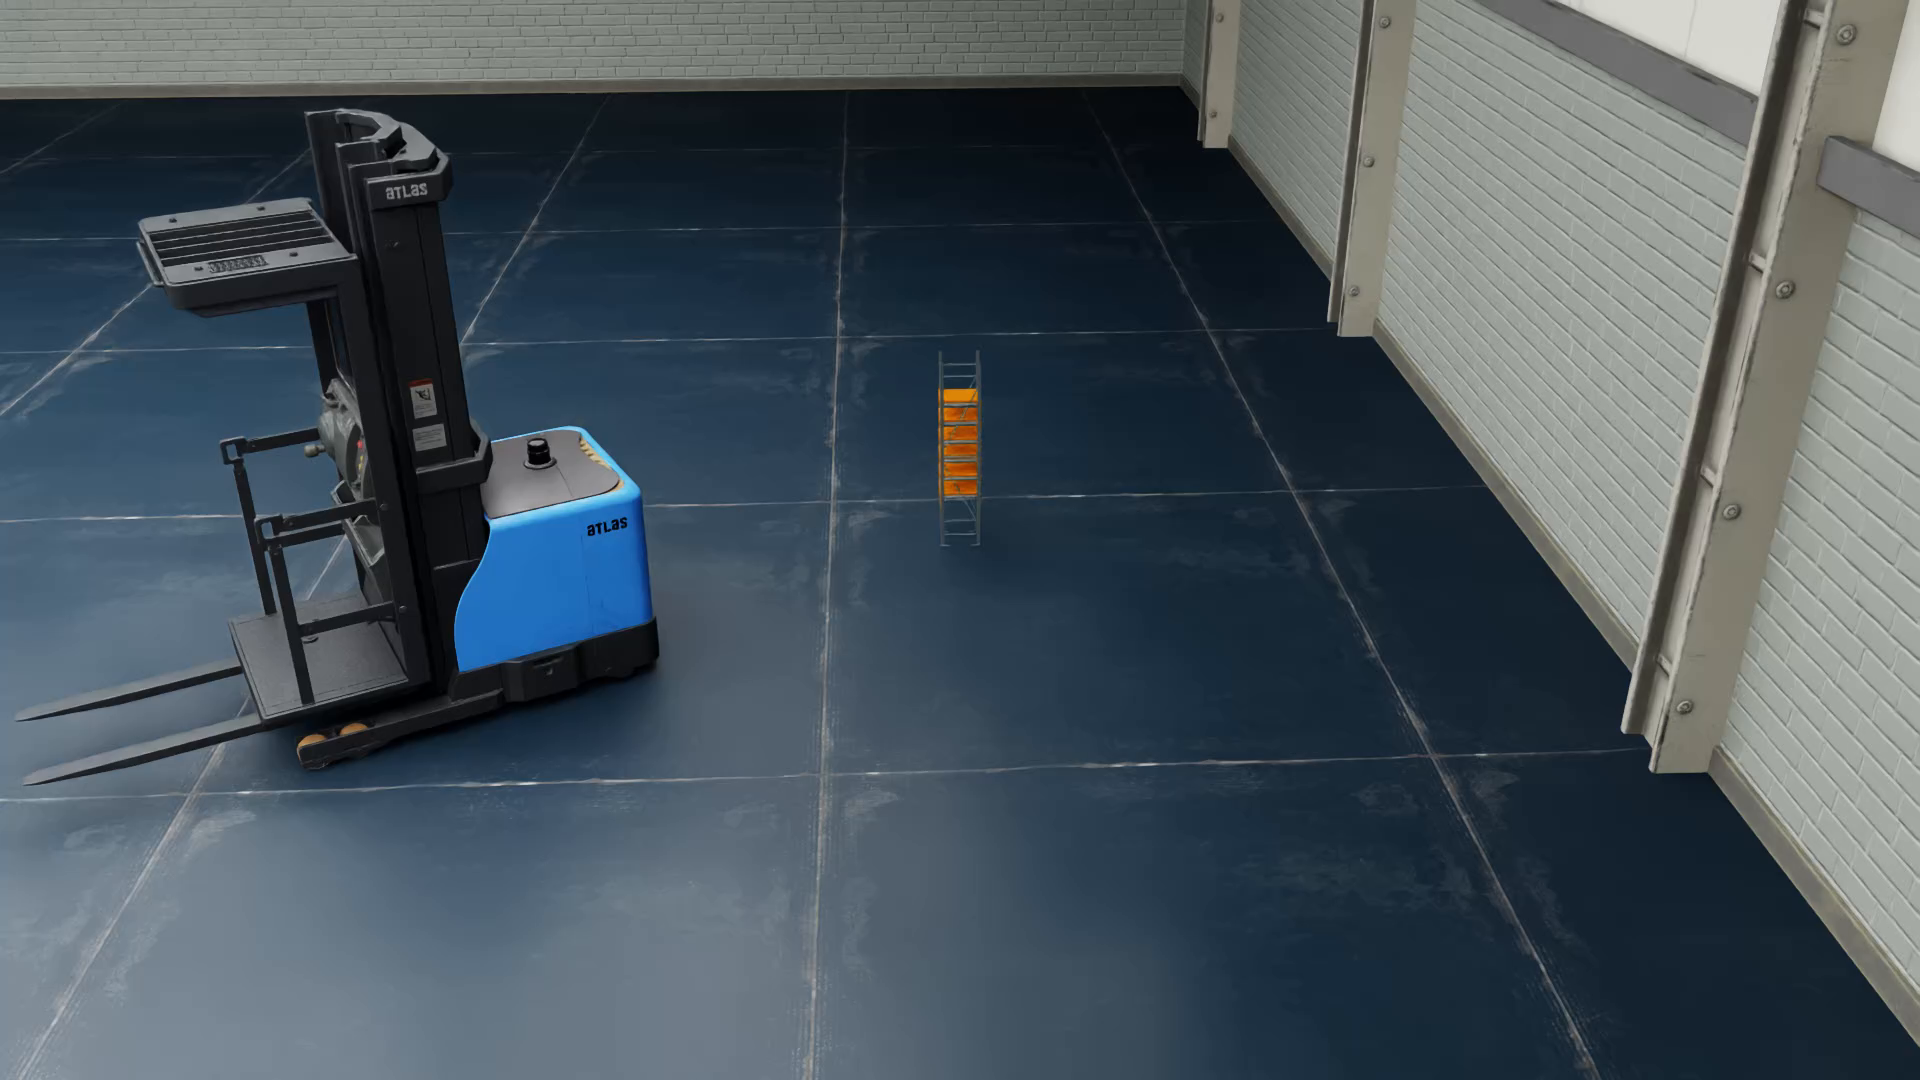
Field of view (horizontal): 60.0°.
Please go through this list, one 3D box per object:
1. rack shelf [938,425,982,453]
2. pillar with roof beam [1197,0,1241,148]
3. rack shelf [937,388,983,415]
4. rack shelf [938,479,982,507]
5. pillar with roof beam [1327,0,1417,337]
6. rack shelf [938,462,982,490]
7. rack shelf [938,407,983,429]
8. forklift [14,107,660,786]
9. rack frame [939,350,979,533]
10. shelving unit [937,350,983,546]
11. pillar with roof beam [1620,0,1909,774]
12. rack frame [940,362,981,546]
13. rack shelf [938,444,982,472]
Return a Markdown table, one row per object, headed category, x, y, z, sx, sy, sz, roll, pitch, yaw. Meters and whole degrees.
| category | x | y | z | sx | sy | sz | roll | pitch | yaw |
| --- | --- | --- | --- | --- | --- | --- | --- | --- | --- |
| rack shelf | -0.001 | -0.606 | 9.950 | 0.258 | 0.103 | 0.180 | -1 | 28 | -3 |
| pillar with roof beam | -1.418 | -8.389 | 16.604 | 9.100 | 9.000 | 0.400 | -1 | 28 | -3 |
| rack shelf | -0.001 | -0.818 | 9.839 | 0.258 | 0.103 | 0.180 | -1 | 28 | -3 |
| rack shelf | -0.001 | -0.286 | 10.117 | 0.258 | 0.103 | 0.180 | -1 | 28 | -3 |
| pillar with roof beam | -1.104 | -5.619 | 11.292 | 9.100 | 9.000 | 0.400 | -1 | 28 | -3 |
| rack shelf | -0.001 | -0.393 | 10.061 | 0.258 | 0.103 | 0.180 | -1 | 28 | -3 |
| rack shelf | -0.001 | -0.712 | 9.895 | 0.258 | 0.103 | 0.180 | -1 | 28 | -3 |
| forklift | -3.146 | -0.462 | 7.966 | 3.031 | 2.935 | 1.130 | -15 | 31 | -26 |
| rack frame | -0.006 | -0.581 | 10.066 | 0.240 | 1.200 | 0.006 | -1 | 28 | -3 |
| shelving unit | -0.001 | -0.539 | 9.985 | 0.258 | 1.200 | 0.189 | -1 | 28 | -3 |
| pillar with roof beam | -0.791 | -2.848 | 5.979 | 9.100 | 9.000 | 0.400 | -1 | 28 | -3 |
| rack frame | 0.004 | -0.496 | 9.904 | 0.240 | 1.200 | 0.006 | -1 | 28 | -3 |
| rack shelf | -0.001 | -0.499 | 10.006 | 0.258 | 0.103 | 0.180 | -1 | 28 | -3 |
